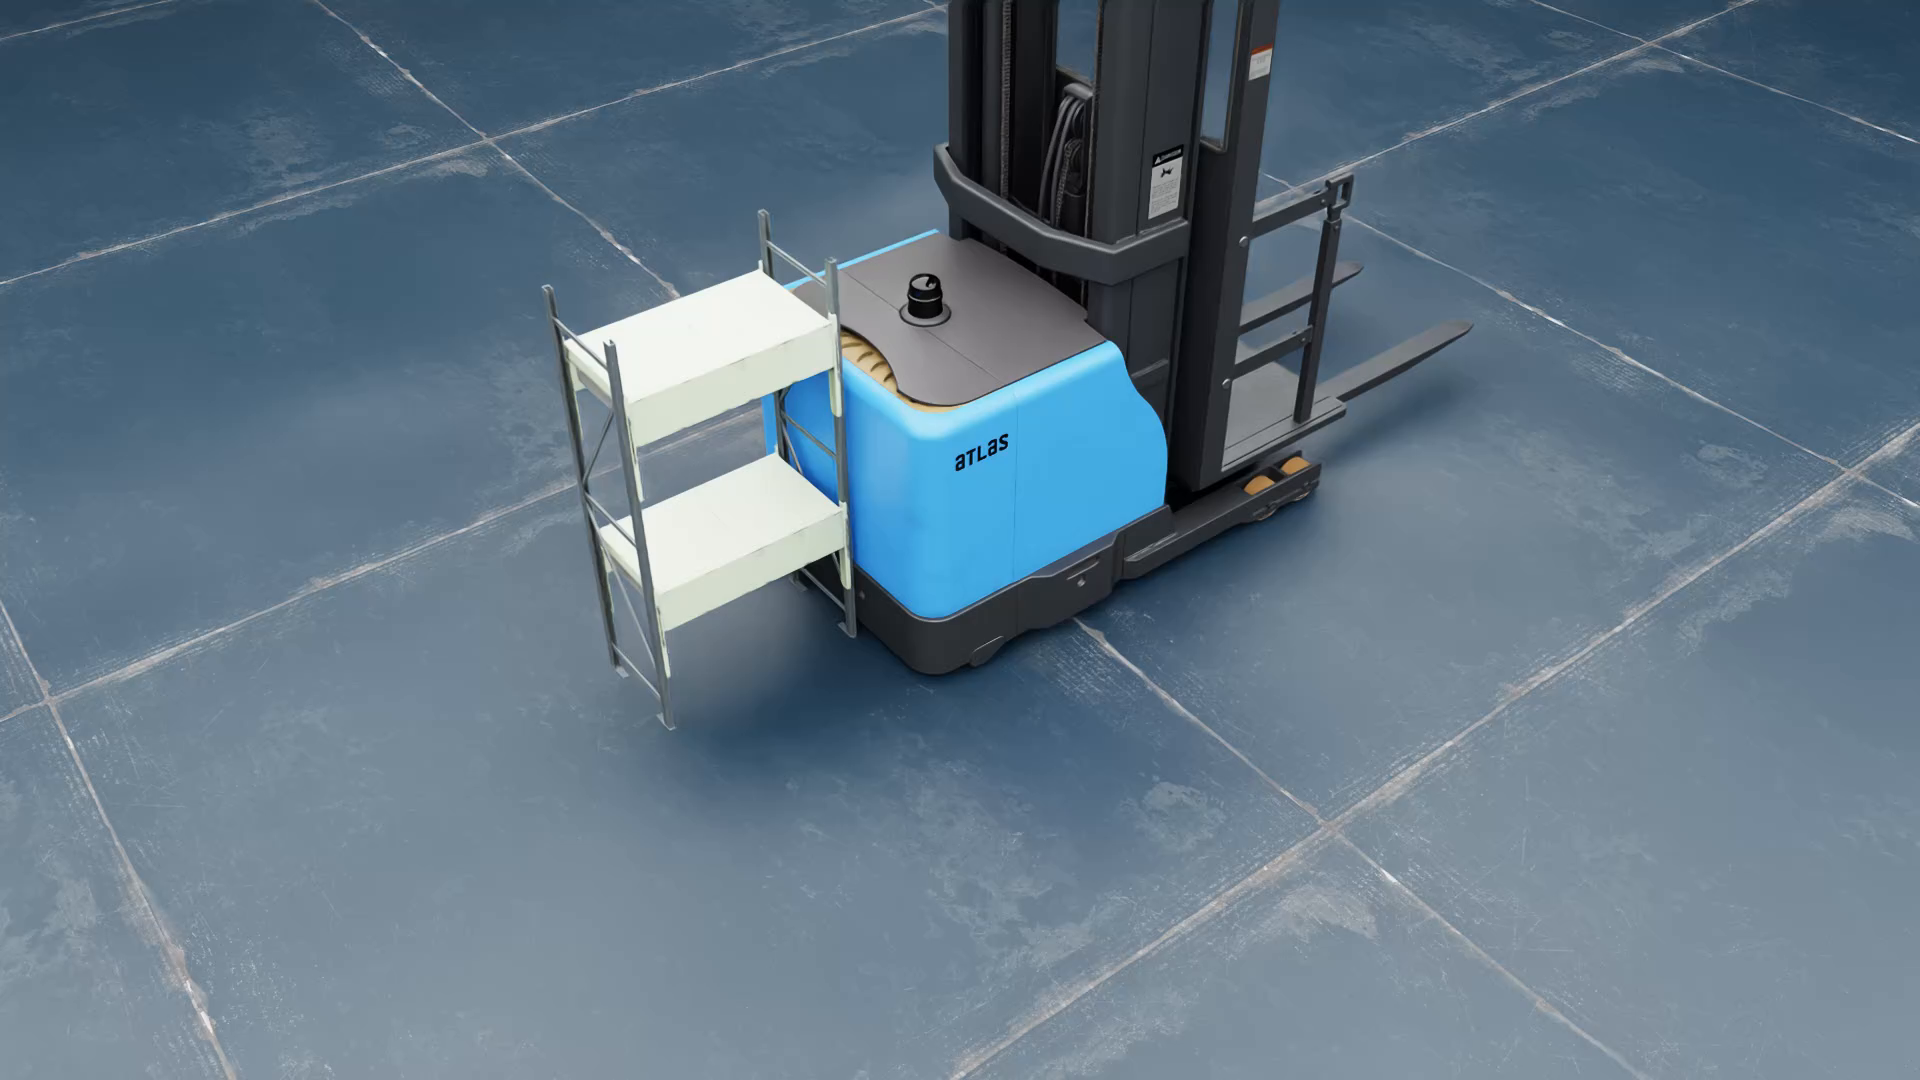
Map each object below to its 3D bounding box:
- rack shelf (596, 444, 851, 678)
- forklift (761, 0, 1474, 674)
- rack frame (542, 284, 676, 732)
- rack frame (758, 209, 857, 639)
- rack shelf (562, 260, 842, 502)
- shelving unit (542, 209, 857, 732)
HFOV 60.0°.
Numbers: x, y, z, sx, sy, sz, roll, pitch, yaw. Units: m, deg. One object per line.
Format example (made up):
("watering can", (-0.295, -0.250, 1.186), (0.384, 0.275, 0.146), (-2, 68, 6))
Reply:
("rack shelf", (-0.781, 0.058, 5.511), (0.720, 0.370, 0.431), (-26, 46, -28))
("forklift", (0.768, -1.450, 5.706), (3.031, 2.935, 1.130), (-26, 46, -28))
("rack frame", (-1.070, -0.051, 5.130), (0.023, 1.500, 0.400), (-26, 46, -28))
("rack frame", (-0.492, -0.337, 5.478), (0.023, 1.500, 0.400), (-26, 46, -28))
("rack shelf", (-0.781, -0.496, 5.057), (0.720, 0.370, 0.431), (-26, 46, -28))
("shelving unit", (-0.781, -0.194, 5.304), (0.755, 1.500, 0.431), (-26, 46, -28))
